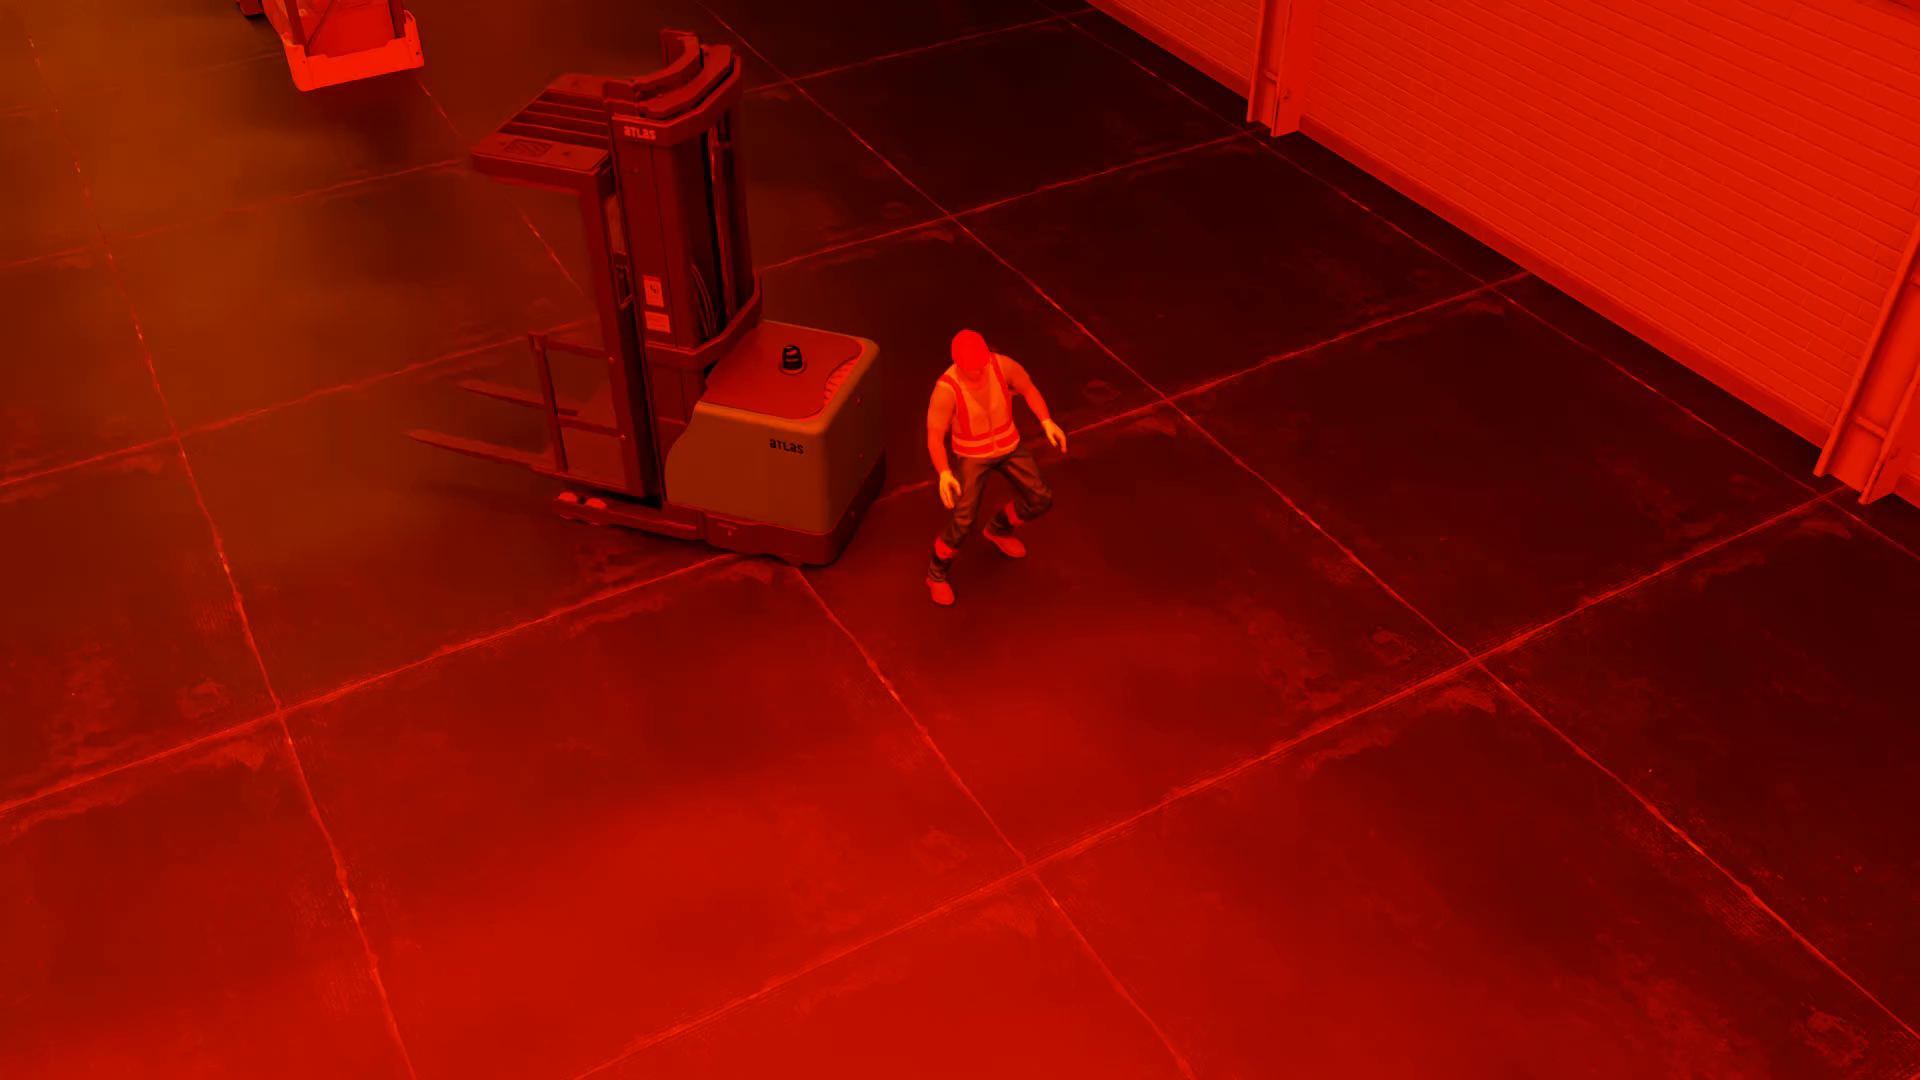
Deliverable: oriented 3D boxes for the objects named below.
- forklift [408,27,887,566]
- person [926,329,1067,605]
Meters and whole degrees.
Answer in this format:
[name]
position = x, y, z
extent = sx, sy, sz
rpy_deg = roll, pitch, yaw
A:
[forklift]
position = -2.047, -1.530, 9.880
extent = 3.031, 2.935, 1.130
rpy_deg = 12, 41, 14
[person]
position = 0.169, -0.458, 9.616
extent = 0.867, 1.627, 0.691
rpy_deg = -16, 42, -19
